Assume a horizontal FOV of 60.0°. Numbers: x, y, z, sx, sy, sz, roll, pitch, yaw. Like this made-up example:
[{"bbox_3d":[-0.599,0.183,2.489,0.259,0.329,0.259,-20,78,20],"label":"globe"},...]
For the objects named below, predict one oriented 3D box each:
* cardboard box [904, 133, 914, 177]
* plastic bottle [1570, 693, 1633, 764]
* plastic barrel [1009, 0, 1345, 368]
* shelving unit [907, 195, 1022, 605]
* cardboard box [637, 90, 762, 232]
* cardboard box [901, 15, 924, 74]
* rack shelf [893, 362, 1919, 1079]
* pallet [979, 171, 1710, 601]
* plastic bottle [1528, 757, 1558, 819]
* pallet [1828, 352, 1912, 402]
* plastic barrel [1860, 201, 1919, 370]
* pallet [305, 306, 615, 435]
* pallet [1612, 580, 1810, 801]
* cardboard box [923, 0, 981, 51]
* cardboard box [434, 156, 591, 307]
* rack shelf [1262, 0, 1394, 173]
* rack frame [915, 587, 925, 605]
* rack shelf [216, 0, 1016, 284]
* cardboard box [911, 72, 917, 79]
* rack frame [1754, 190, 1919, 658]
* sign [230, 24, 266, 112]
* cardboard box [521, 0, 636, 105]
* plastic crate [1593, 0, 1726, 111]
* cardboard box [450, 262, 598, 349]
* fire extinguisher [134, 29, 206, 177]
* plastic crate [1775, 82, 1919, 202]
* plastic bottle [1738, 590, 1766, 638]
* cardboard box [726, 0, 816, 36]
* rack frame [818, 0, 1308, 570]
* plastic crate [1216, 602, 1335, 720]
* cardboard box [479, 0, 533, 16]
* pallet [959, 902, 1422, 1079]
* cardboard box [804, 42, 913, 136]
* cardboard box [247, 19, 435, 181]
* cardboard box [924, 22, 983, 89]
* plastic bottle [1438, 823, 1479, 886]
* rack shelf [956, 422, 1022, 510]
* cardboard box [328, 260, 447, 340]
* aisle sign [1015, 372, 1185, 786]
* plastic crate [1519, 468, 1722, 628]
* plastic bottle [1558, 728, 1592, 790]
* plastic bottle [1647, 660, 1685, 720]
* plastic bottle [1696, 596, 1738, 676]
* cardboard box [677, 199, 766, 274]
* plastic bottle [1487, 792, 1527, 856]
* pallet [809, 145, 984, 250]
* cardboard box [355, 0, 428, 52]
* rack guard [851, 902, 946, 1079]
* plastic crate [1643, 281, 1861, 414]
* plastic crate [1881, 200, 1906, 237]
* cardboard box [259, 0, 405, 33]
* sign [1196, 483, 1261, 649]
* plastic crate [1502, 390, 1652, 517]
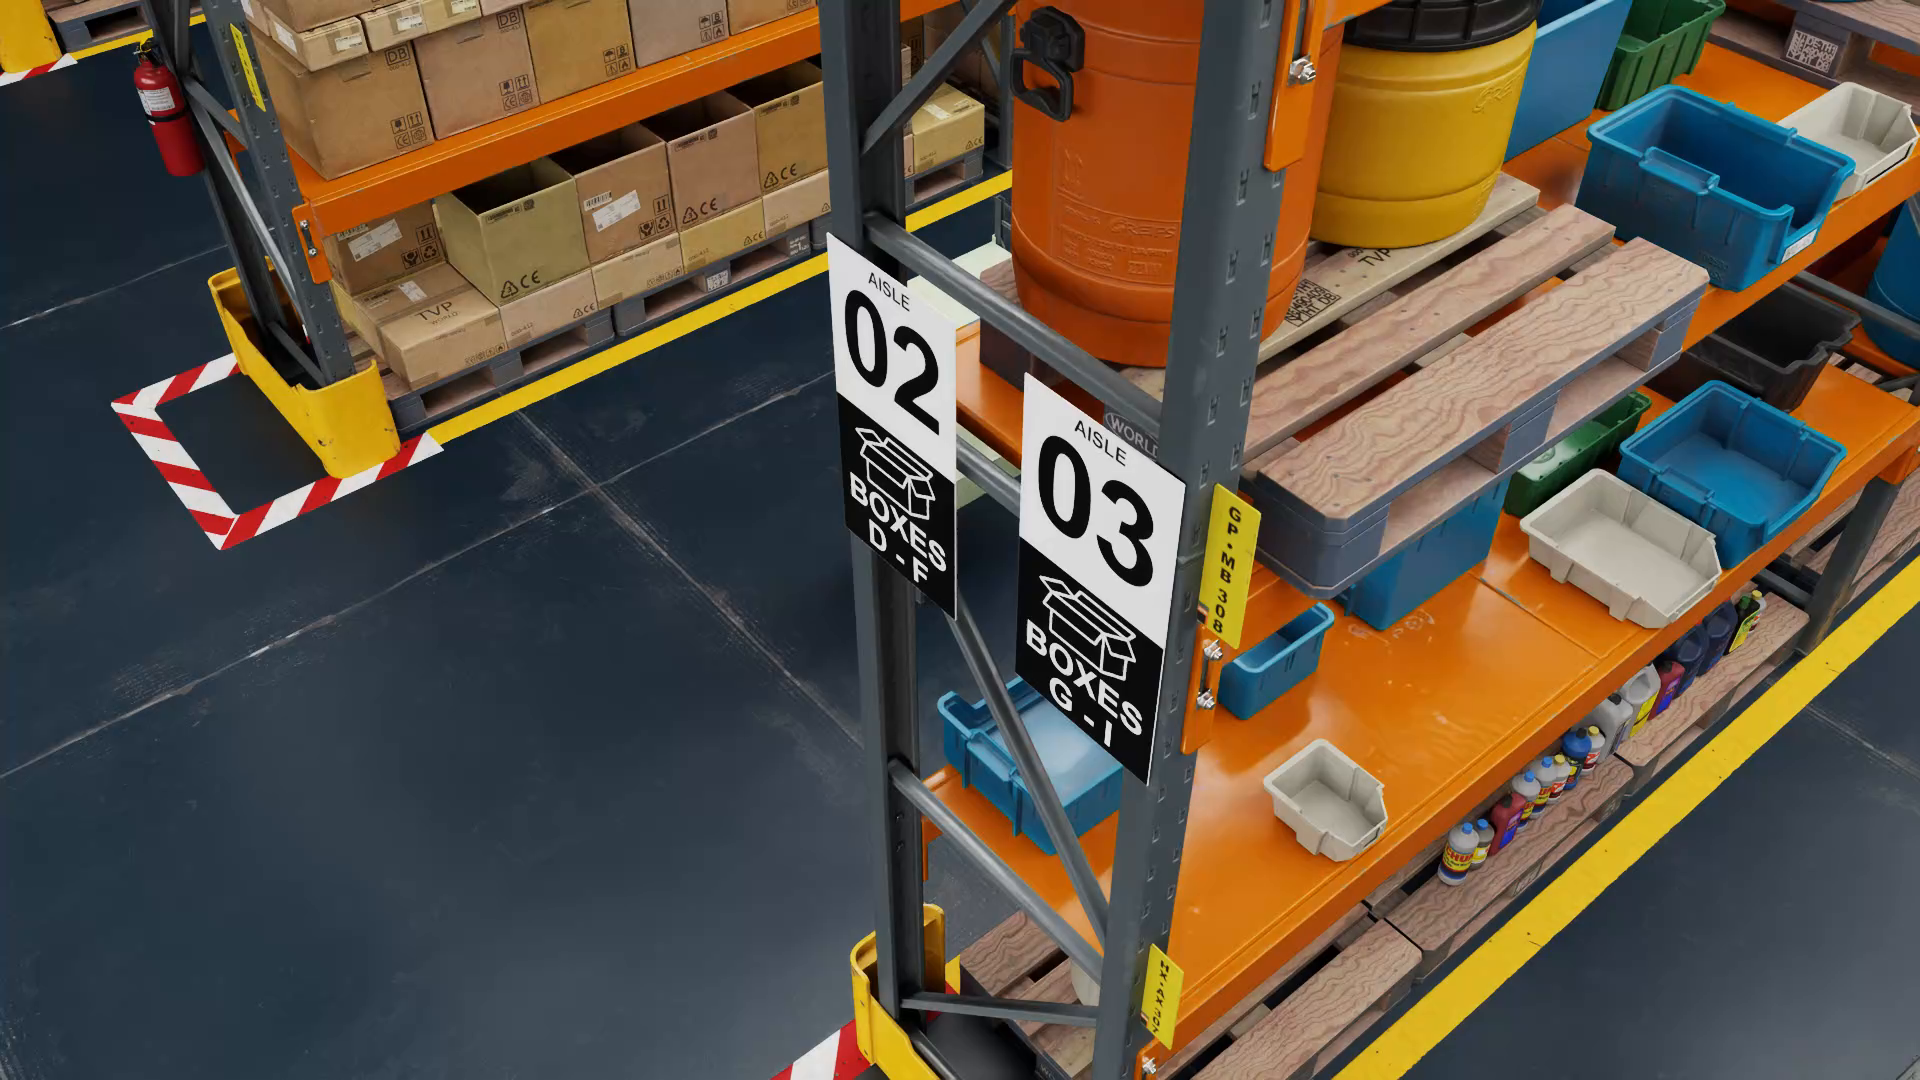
[{"bbox_3d":[-0.602,-2.122,9.074,0.500,0.250,0.500,-30,51,-28],"label":"cardboard box"},{"bbox_3d":[2.347,0.661,6.077,0.135,0.276,0.152,-29,50,-27],"label":"plastic bottle"},{"bbox_3d":[0.401,-0.828,3.182,0.708,0.830,0.600,-30,51,-28],"label":"plastic barrel"},{"bbox_3d":[-0.005,-0.544,6.787,0.755,1.500,0.431,-30,51,-28],"label":"shelving unit"},{"bbox_3d":[-1.359,-1.948,8.340,0.500,0.500,0.500,-30,51,-28],"label":"cardboard box"},{"bbox_3d":[-0.553,-2.889,9.343,0.500,0.500,0.500,-30,51,-28],"label":"cardboard box"},{"bbox_3d":[1.644,0.239,5.383,4.000,0.370,1.077,-30,51,-28],"label":"rack shelf"},{"bbox_3d":[0.808,-0.481,3.572,1.213,0.211,1.003,-30,51,-28],"label":"pallet"},{"bbox_3d":[2.041,0.862,5.866,0.097,0.271,0.097,0,43,0],"label":"plastic bottle"},{"bbox_3d":[4.692,-0.789,7.990,1.213,0.211,1.003,-30,51,-28],"label":"pallet"},{"bbox_3d":[3.669,-1.095,5.912,0.708,0.901,0.600,-30,51,-28],"label":"plastic barrel"},{"bbox_3d":[-2.505,-1.089,8.309,1.213,0.211,1.003,-30,51,-28],"label":"pallet"},{"bbox_3d":[2.637,0.388,6.736,1.213,0.211,1.003,-30,51,-28],"label":"pallet"},{"bbox_3d":[0.130,-3.188,9.799,0.500,0.311,0.500,-30,51,-28],"label":"cardboard box"},{"bbox_3d":[-2.129,-1.511,7.875,0.500,0.500,0.500,-30,51,-28],"label":"cardboard box"},{"bbox_3d":[1.644,-1.802,3.466,4.000,0.370,1.077,-30,51,-28],"label":"rack shelf"},{"bbox_3d":[-0.286,-0.383,6.616,0.023,1.500,0.400,-30,51,-28],"label":"rack frame"},{"bbox_3d":[-1.531,-2.363,8.155,4.000,0.370,1.077,-30,51,-28],"label":"rack shelf"},{"bbox_3d":[-0.547,-2.610,9.594,0.500,0.250,0.500,-30,51,-28],"label":"cardboard box"},{"bbox_3d":[3.178,-0.901,6.072,0.127,3.000,1.000,-30,51,-28],"label":"rack frame"},{"bbox_3d":[-2.713,-1.798,6.336,0.005,0.325,0.100,-30,51,-28],"label":"sign"},{"bbox_3d":[-1.914,-2.430,7.627,0.500,0.500,0.700,-29,51,-28],"label":"cardboard box"},{"bbox_3d":[1.793,-1.368,4.532,0.450,0.188,0.336,-30,51,-28],"label":"plastic crate"},{"bbox_3d":[-2.130,-1.238,8.133,0.500,0.250,0.500,-30,51,-28],"label":"cardboard box"},{"bbox_3d":[-3.454,-1.911,7.204,0.183,0.674,0.296,-30,51,-28],"label":"fire extinguisher"},{"bbox_3d":[2.207,-0.981,4.159,0.396,0.136,0.243,-30,51,-28],"label":"plastic crate"},{"bbox_3d":[3.100,0.281,6.536,0.097,0.201,0.097,0,43,0],"label":"plastic bottle"},{"bbox_3d":[-1.121,-2.889,8.116,0.500,0.500,0.700,-29,50,-27],"label":"cardboard box"},{"bbox_3d":[0.110,-1.331,2.148,0.127,3.000,1.000,-30,51,-28],"label":"rack frame"},{"bbox_3d":[0.804,0.250,4.954,0.408,0.251,0.499,-30,51,-28],"label":"plastic crate"},{"bbox_3d":[-2.038,-2.415,7.137,0.250,0.149,0.380,-31,51,-28],"label":"cardboard box"},{"bbox_3d":[0.765,1.460,5.595,1.213,0.211,1.003,-30,51,-28],"label":"pallet"},{"bbox_3d":[-0.603,-2.396,8.818,0.500,0.500,0.500,-30,51,-28],"label":"cardboard box"},{"bbox_3d":[-2.699,-1.982,7.150,0.500,0.500,0.700,-30,51,-28],"label":"cardboard box"},{"bbox_3d":[0.135,-2.989,9.997,0.500,0.250,0.500,-30,51,-28],"label":"cardboard box"},{"bbox_3d":[1.701,1.057,5.659,0.097,0.271,0.097,0,43,0],"label":"plastic bottle"},{"bbox_3d":[-0.005,-0.306,7.010,0.720,0.370,0.431,-30,51,-28],"label":"rack shelf"},{"bbox_3d":[-2.843,-1.289,8.187,0.500,0.250,0.500,-30,51,-28],"label":"cardboard box"},{"bbox_3d":[0.243,0.093,3.114,0.004,0.787,0.394,-30,51,-28],"label":"aisle sign"},{"bbox_3d":[2.095,0.041,5.262,0.437,0.136,0.530,-30,51,-28],"label":"plastic crate"},{"bbox_3d":[2.196,0.773,5.961,0.097,0.271,0.097,0,43,0],"label":"plastic bottle"},{"bbox_3d":[2.624,0.540,6.200,0.133,0.283,0.061,-26,49,-25],"label":"plastic bottle"},{"bbox_3d":[2.869,0.338,6.366,0.185,0.351,0.144,-31,51,-29],"label":"plastic bottle"},{"bbox_3d":[-1.359,-1.675,8.598,0.500,0.250,0.500,-30,51,-28],"label":"cardboard box"},{"bbox_3d":[1.886,0.963,5.750,0.133,0.283,0.061,-29,50,-27],"label":"plastic bottle"},{"bbox_3d":[-0.634,-2.160,9.450,1.213,0.211,1.003,-30,51,-28],"label":"pallet"},{"bbox_3d":[-2.425,-2.197,6.905,0.250,0.149,0.380,-31,51,-29],"label":"cardboard box"},{"bbox_3d":[0.138,1.709,5.119,0.348,0.500,1.175,-30,51,-28],"label":"rack guard"},{"bbox_3d":[2.695,-0.716,5.920,0.504,0.338,0.767,-30,51,-28],"label":"plastic crate"},{"bbox_3d":[3.825,-1.543,6.768,0.575,0.384,0.392,-30,51,-28],"label":"plastic crate"},{"bbox_3d":[-2.658,-2.478,6.731,0.500,0.500,0.700,-30,51,-28],"label":"cardboard box"},{"bbox_3d":[0.460,0.050,2.862,0.005,0.325,0.100,-30,51,-28],"label":"sign"},{"bbox_3d":[1.956,-0.376,5.668,0.662,0.188,0.450,-30,51,-28],"label":"plastic crate"}]
